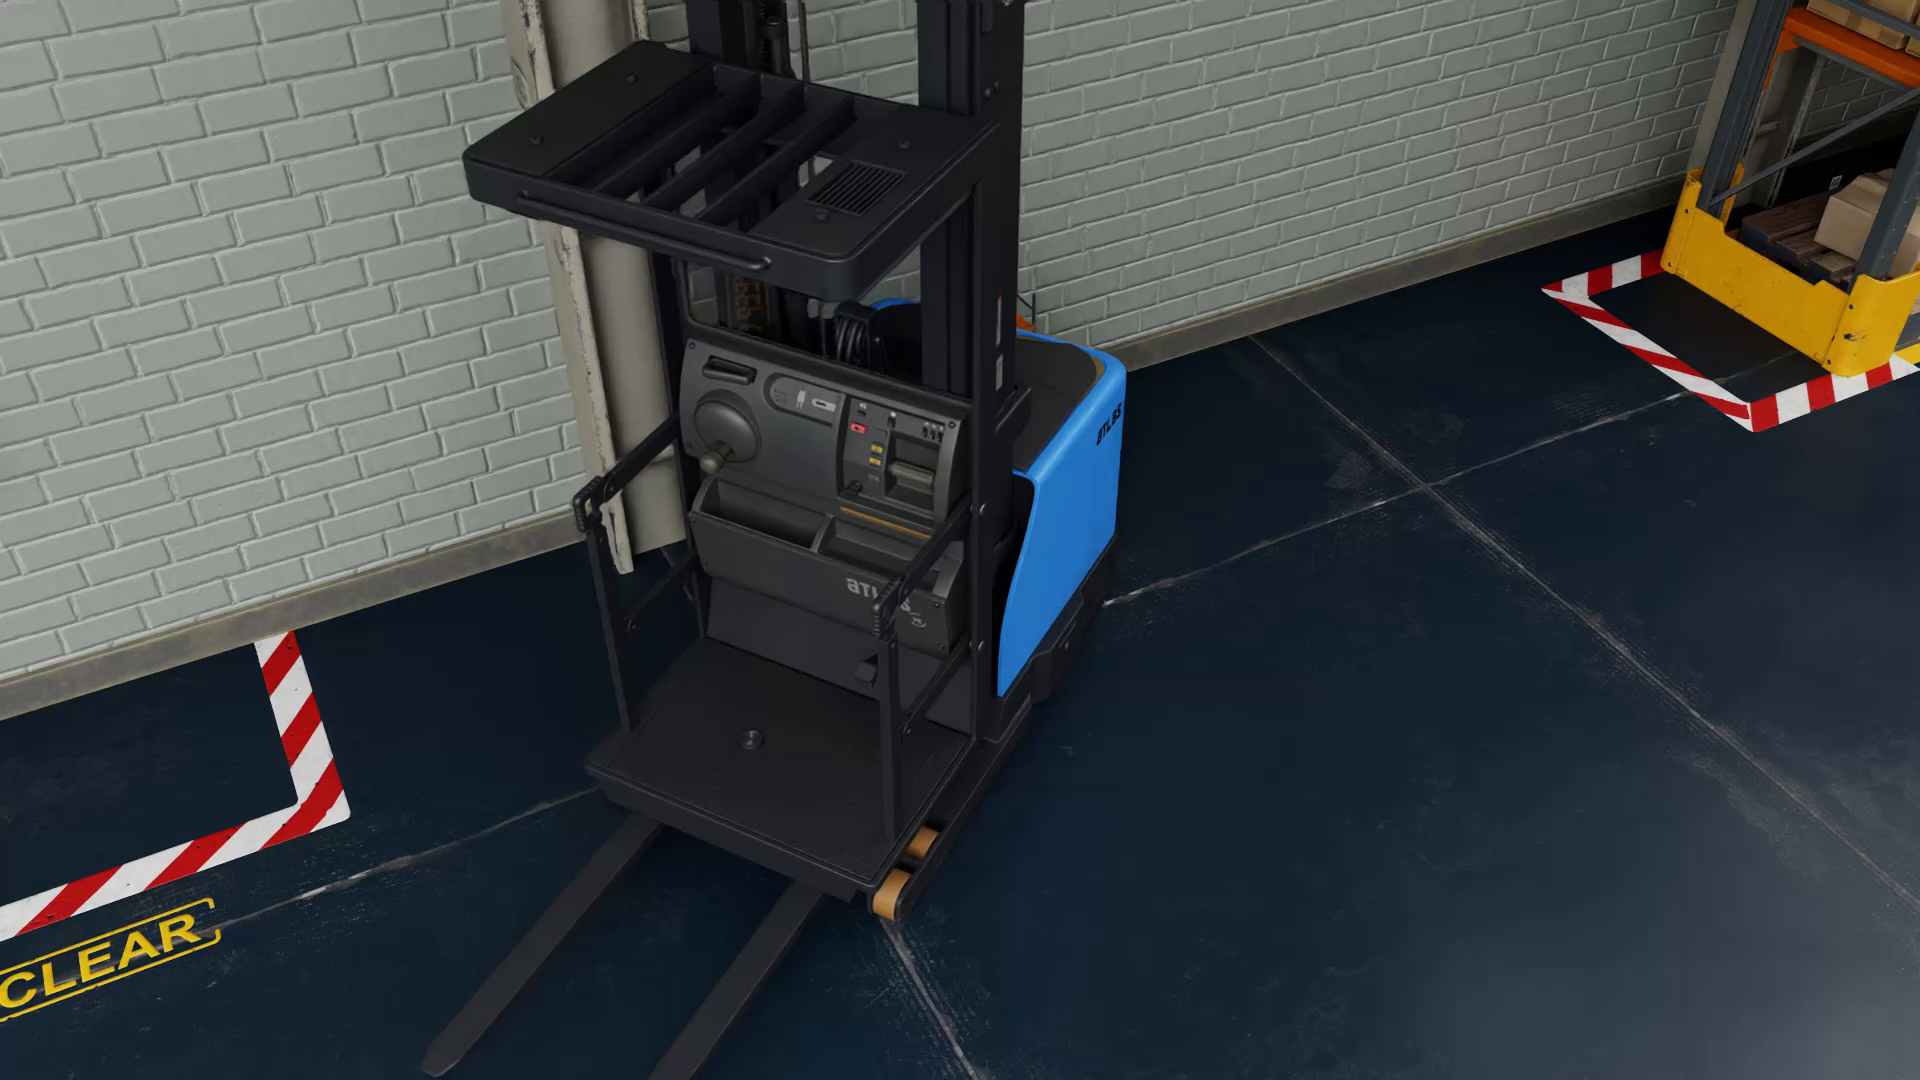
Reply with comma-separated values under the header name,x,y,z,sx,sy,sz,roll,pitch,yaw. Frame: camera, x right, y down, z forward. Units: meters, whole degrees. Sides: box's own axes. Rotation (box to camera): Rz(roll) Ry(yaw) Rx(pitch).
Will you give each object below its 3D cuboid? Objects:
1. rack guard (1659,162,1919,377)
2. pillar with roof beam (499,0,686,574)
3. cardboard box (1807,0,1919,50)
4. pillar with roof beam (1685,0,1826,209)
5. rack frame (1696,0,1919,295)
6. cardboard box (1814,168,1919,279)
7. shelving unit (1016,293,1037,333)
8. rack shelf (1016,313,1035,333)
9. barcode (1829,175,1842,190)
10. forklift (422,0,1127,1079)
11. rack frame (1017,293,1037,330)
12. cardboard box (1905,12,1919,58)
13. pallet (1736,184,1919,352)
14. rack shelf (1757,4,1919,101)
name,x,y,z,sx,sy,sz,roll,pitch,yaw
rack guard,3.929,-1.309,7.910,0.348,0.500,1.175,-19,44,-21
pillar with roof beam,0.750,-0.978,0.940,0.400,9.000,9.100,-19,44,-21
cardboard box,4.187,-2.442,7.414,0.500,0.250,0.500,-18,43,-20
pillar with roof beam,6.072,-2.768,3.055,0.400,9.000,9.100,-19,44,-21
rack frame,3.862,-2.241,7.076,0.127,3.000,1.000,-19,44,-21
cardboard box,4.517,-1.537,7.985,0.500,0.311,0.500,-24,46,-25
shelving unit,0.128,-0.530,6.563,0.252,1.050,0.215,-21,45,-23
rack shelf,0.128,-0.738,6.387,0.240,0.259,0.215,-21,45,-23
barcode,4.348,-1.775,8.259,0.075,0.075,0.001,-19,44,-21
forklift,-0.520,-0.238,4.763,1.130,2.935,3.031,18,44,20
rack frame,0.232,-0.570,6.611,0.008,1.050,0.200,-21,45,-23
cardboard box,4.441,-2.155,7.075,0.500,0.250,0.500,-20,44,-22
pallet,4.666,-1.421,8.266,1.213,0.211,1.003,-19,44,-21
rack shelf,5.636,-2.563,8.013,4.000,0.370,1.077,-19,44,-21
